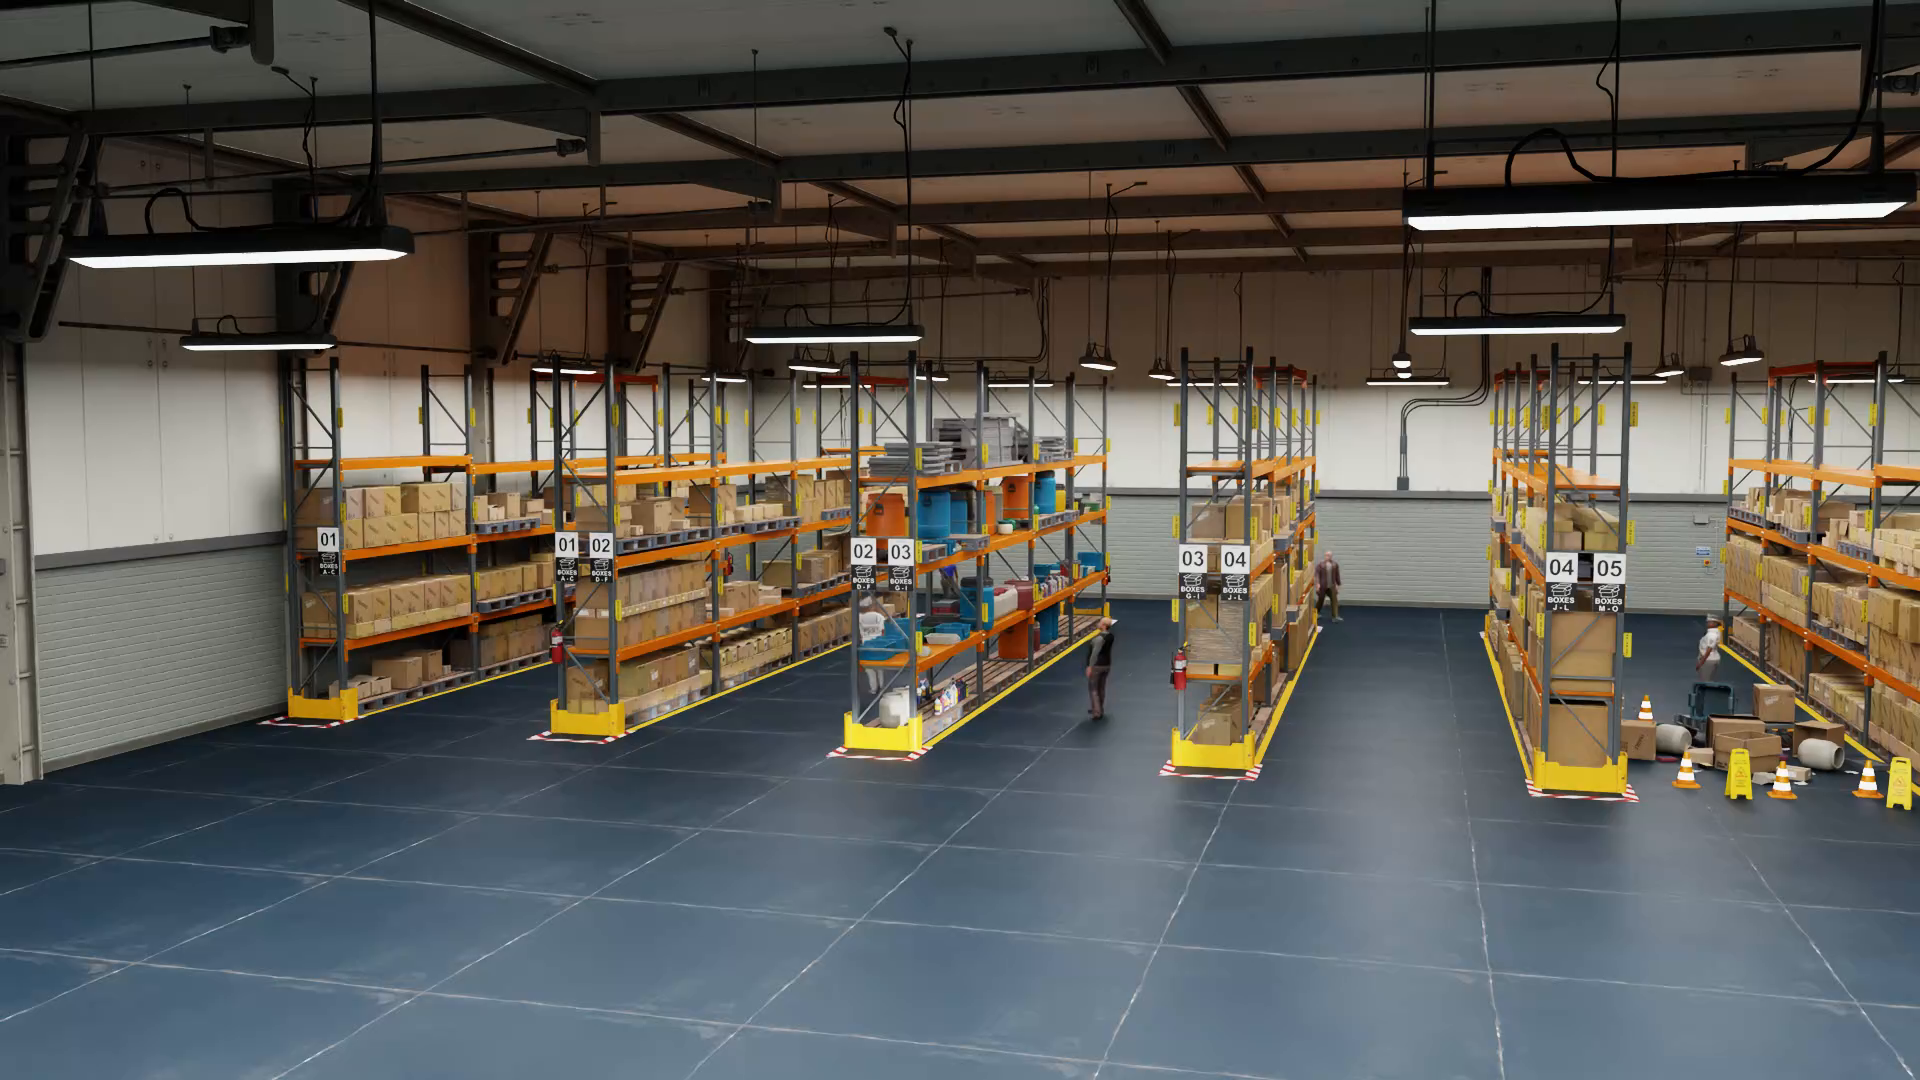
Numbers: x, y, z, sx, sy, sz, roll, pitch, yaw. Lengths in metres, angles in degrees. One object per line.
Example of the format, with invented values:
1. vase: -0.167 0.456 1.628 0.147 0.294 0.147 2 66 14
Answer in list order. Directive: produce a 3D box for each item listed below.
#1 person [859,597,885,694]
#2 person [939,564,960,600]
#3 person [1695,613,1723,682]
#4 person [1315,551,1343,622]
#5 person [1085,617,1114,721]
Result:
1. person: -1.604 1.933 30.023 0.575 1.850 0.595 -2 5 -26
2. person: -0.241 1.074 42.246 0.570 1.637 0.474 -3 5 -35
3. person: 12.714 2.104 28.284 0.539 1.725 0.436 -4 6 -42
4. person: 9.070 1.128 40.887 0.728 1.728 1.098 -1 4 -11
5. person: 2.265 2.124 27.757 0.545 1.702 0.659 -4 6 -41
